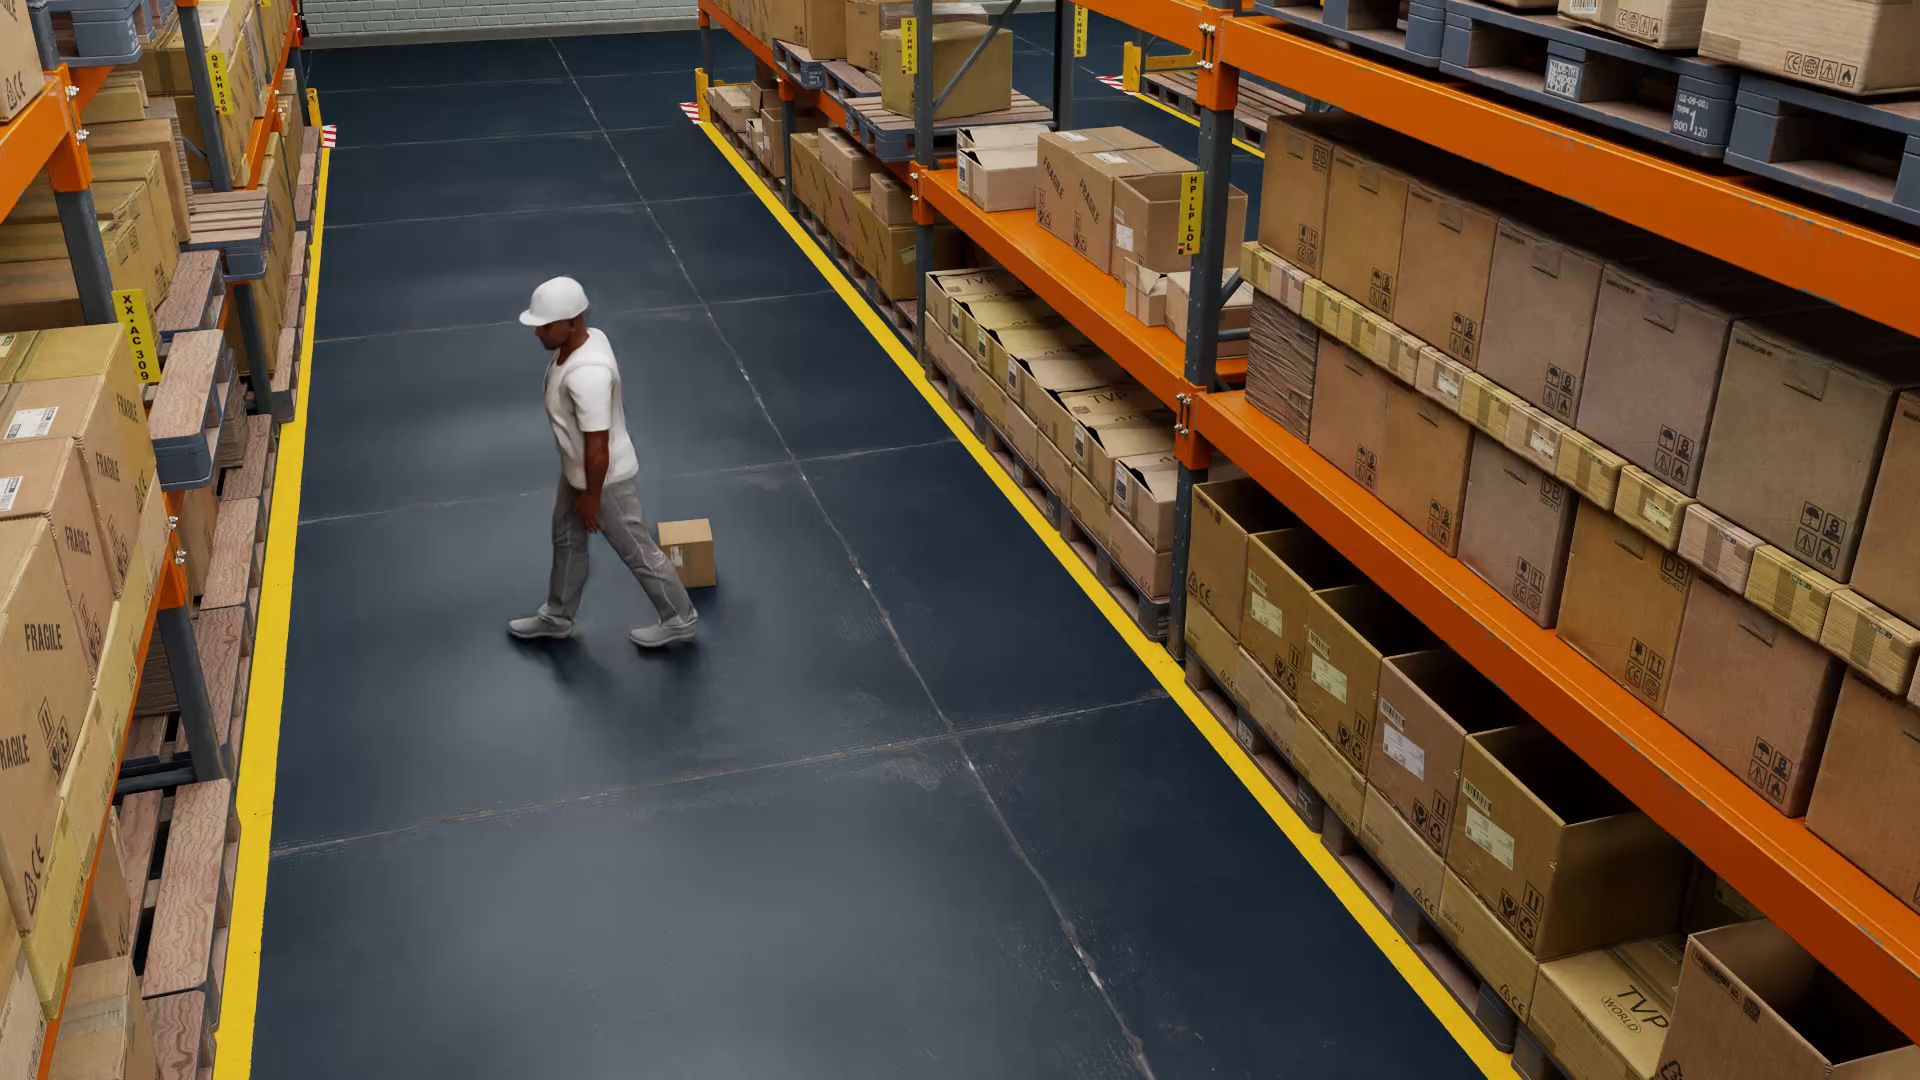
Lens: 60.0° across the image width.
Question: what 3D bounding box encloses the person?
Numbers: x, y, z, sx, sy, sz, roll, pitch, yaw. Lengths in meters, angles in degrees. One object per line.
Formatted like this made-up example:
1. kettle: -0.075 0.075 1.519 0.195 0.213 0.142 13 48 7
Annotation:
1. person: -1.608 -0.306 7.191 0.835 1.741 0.620 -9 27 -17
